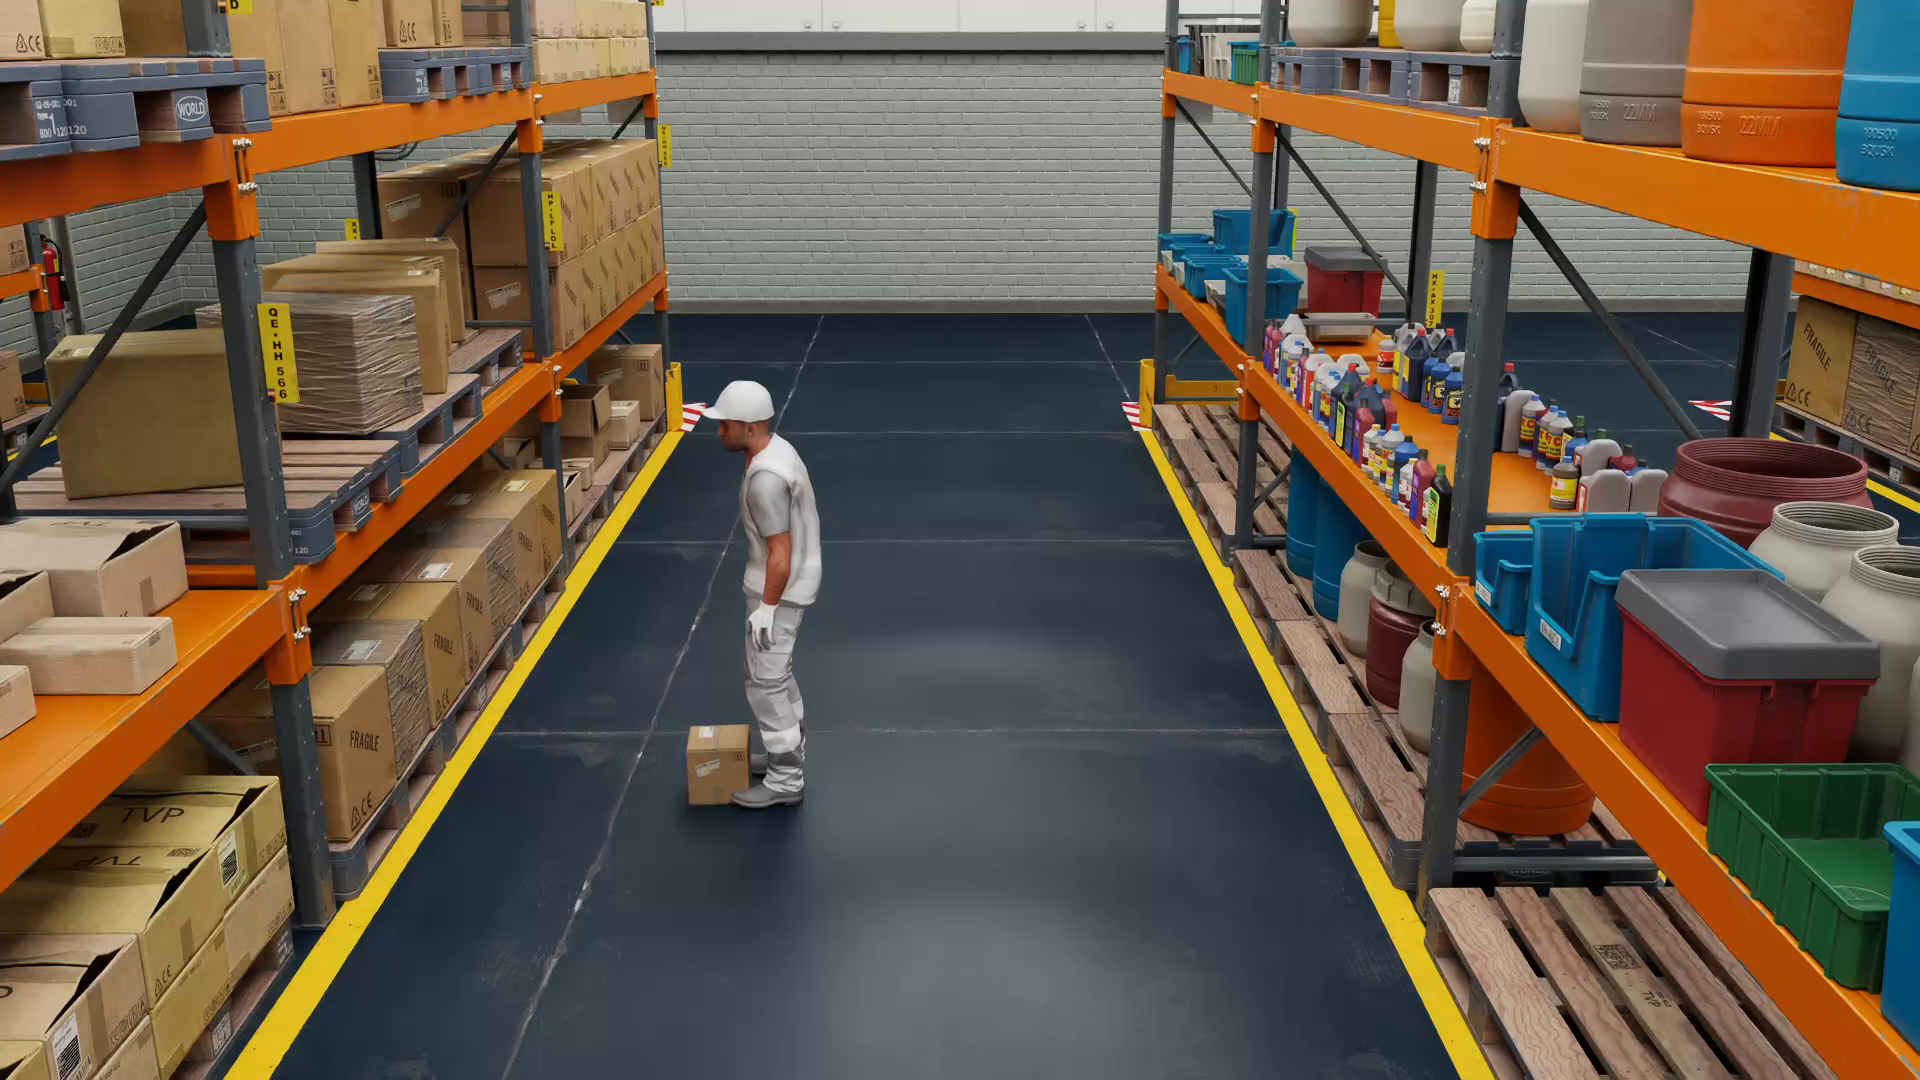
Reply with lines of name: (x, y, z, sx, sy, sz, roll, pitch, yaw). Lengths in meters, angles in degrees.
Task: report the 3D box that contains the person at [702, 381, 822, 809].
person: (-0.789, 0.219, 6.804, 0.454, 1.777, 0.608, -1, 17, -3)
